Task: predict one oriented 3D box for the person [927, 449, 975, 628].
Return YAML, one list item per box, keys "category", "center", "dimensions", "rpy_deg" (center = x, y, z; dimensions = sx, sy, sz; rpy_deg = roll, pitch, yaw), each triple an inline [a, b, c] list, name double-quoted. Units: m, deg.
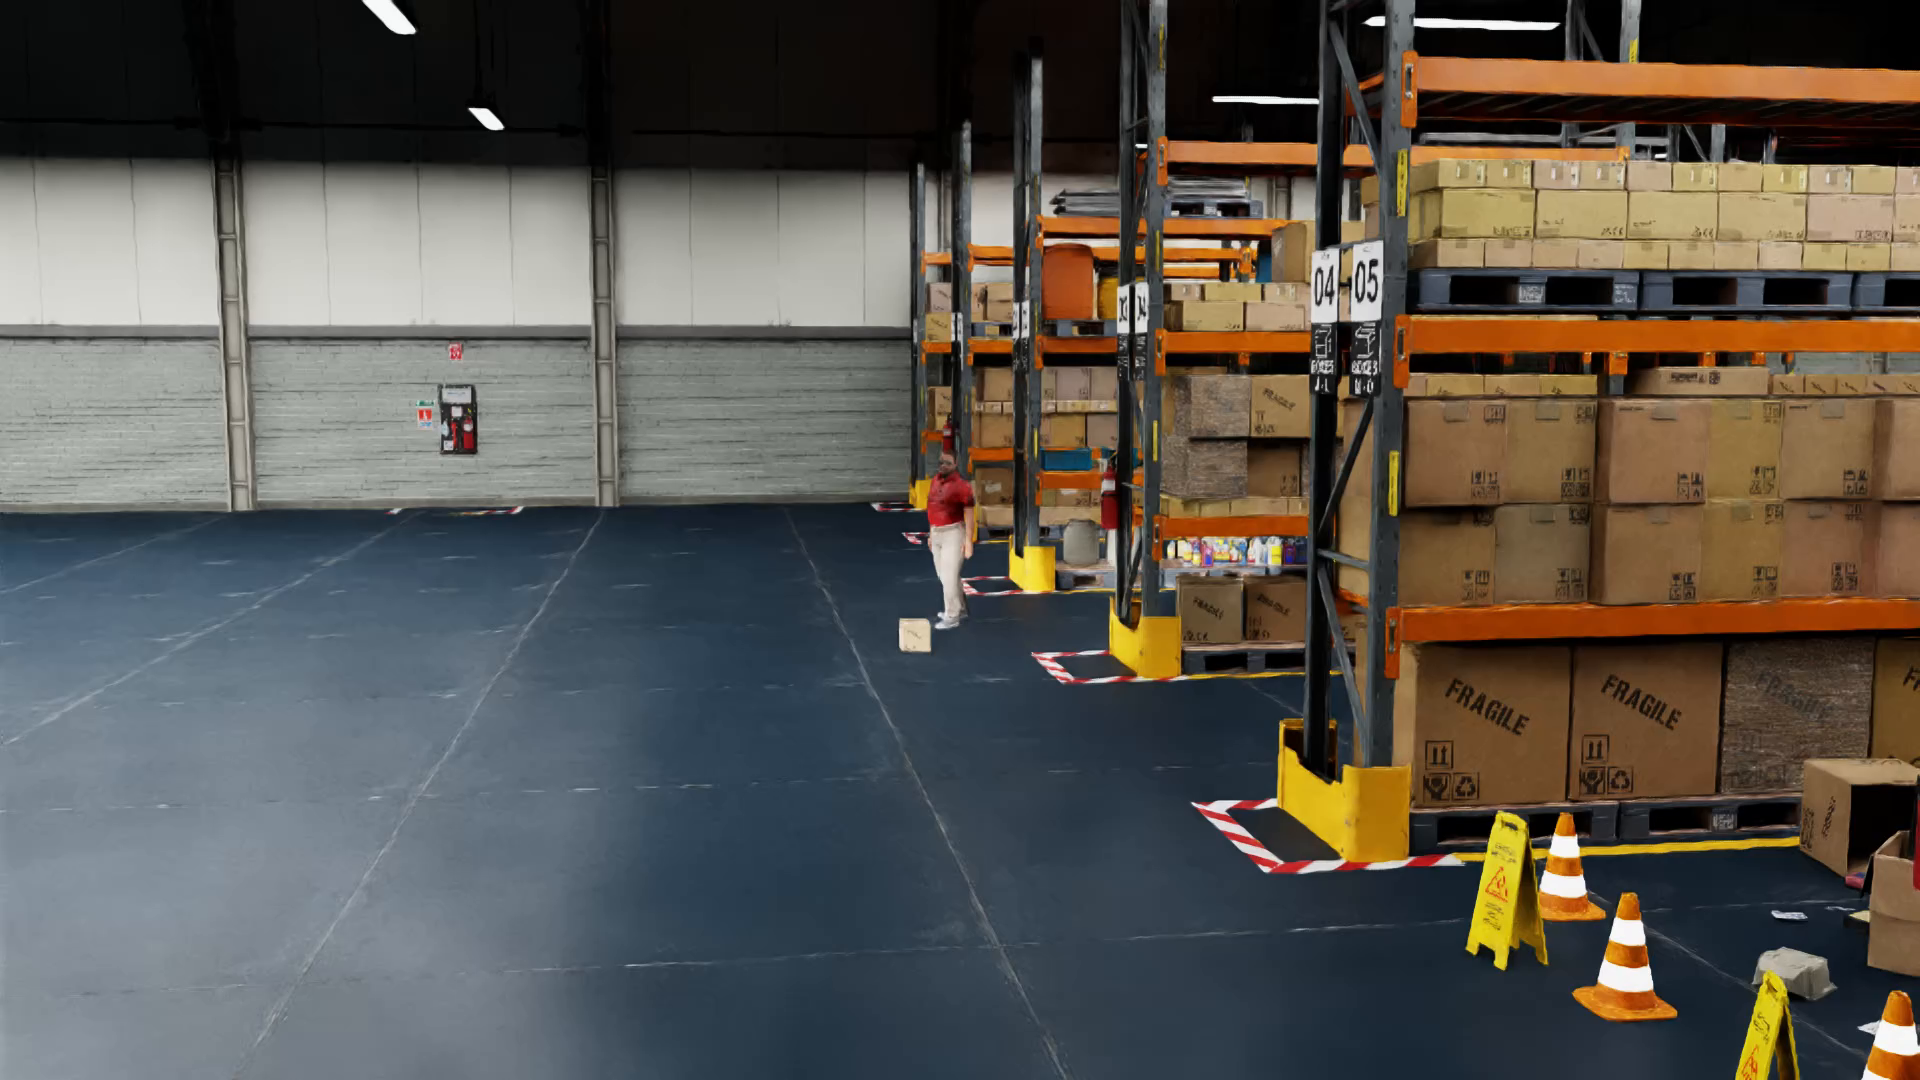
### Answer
- category: "person"
  center: [-0.067, -0.029, 16.075]
  dimensions: [0.577, 1.714, 0.585]
  rpy_deg: [-6, 8, -40]
